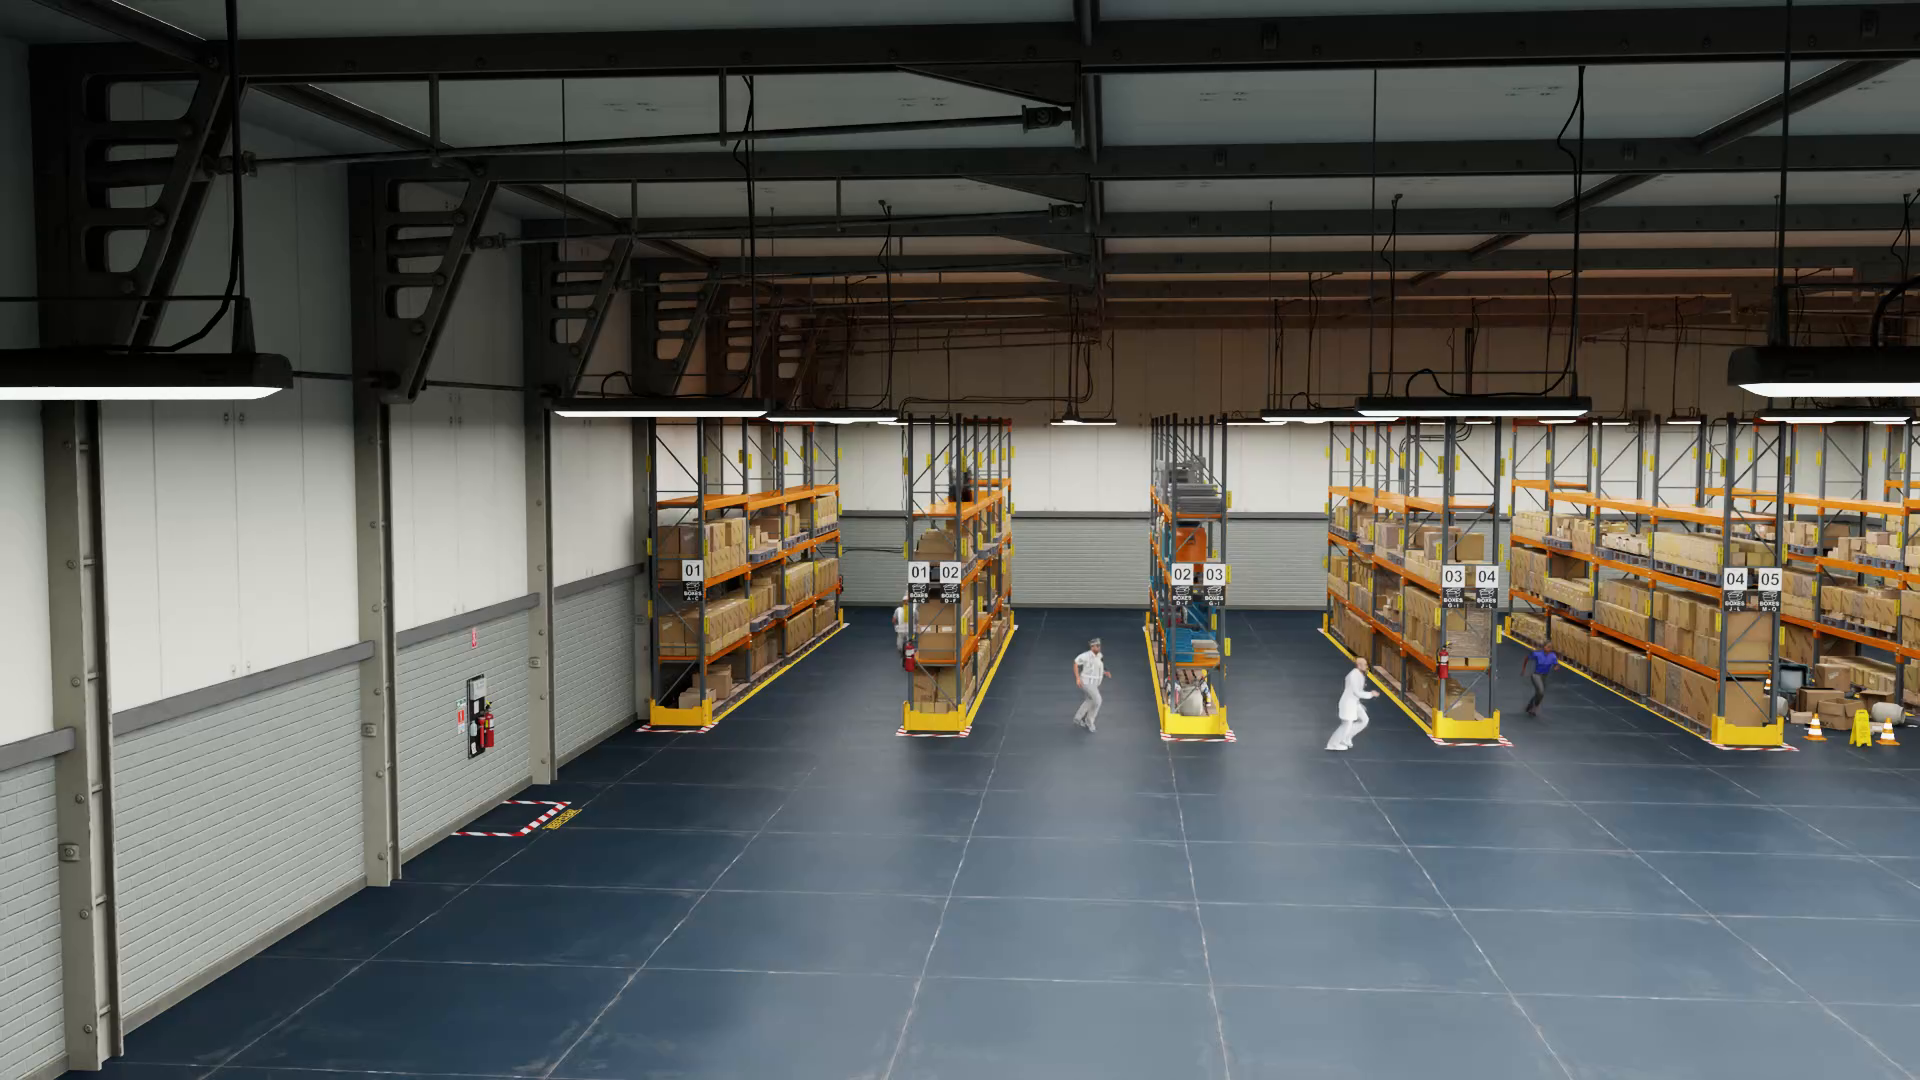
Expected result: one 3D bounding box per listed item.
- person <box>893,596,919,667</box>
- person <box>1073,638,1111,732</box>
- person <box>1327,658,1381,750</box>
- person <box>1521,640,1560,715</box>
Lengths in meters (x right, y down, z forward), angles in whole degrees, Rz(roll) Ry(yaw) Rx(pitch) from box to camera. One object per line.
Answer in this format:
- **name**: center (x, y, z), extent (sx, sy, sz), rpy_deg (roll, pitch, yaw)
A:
- **person**: center (-1.287, 2.196, 39.418), extent (0.675, 1.738, 0.592), rpy_deg (0, 4, 4)
- **person**: center (2.482, 2.747, 31.566), extent (0.858, 1.796, 0.597), rpy_deg (3, 5, 39)
- **person**: center (6.963, 2.900, 29.390), extent (0.933, 1.668, 0.708), rpy_deg (2, 4, 26)
- **person**: center (11.515, 2.732, 32.951), extent (0.567, 1.508, 0.963), rpy_deg (-1, 4, -13)
